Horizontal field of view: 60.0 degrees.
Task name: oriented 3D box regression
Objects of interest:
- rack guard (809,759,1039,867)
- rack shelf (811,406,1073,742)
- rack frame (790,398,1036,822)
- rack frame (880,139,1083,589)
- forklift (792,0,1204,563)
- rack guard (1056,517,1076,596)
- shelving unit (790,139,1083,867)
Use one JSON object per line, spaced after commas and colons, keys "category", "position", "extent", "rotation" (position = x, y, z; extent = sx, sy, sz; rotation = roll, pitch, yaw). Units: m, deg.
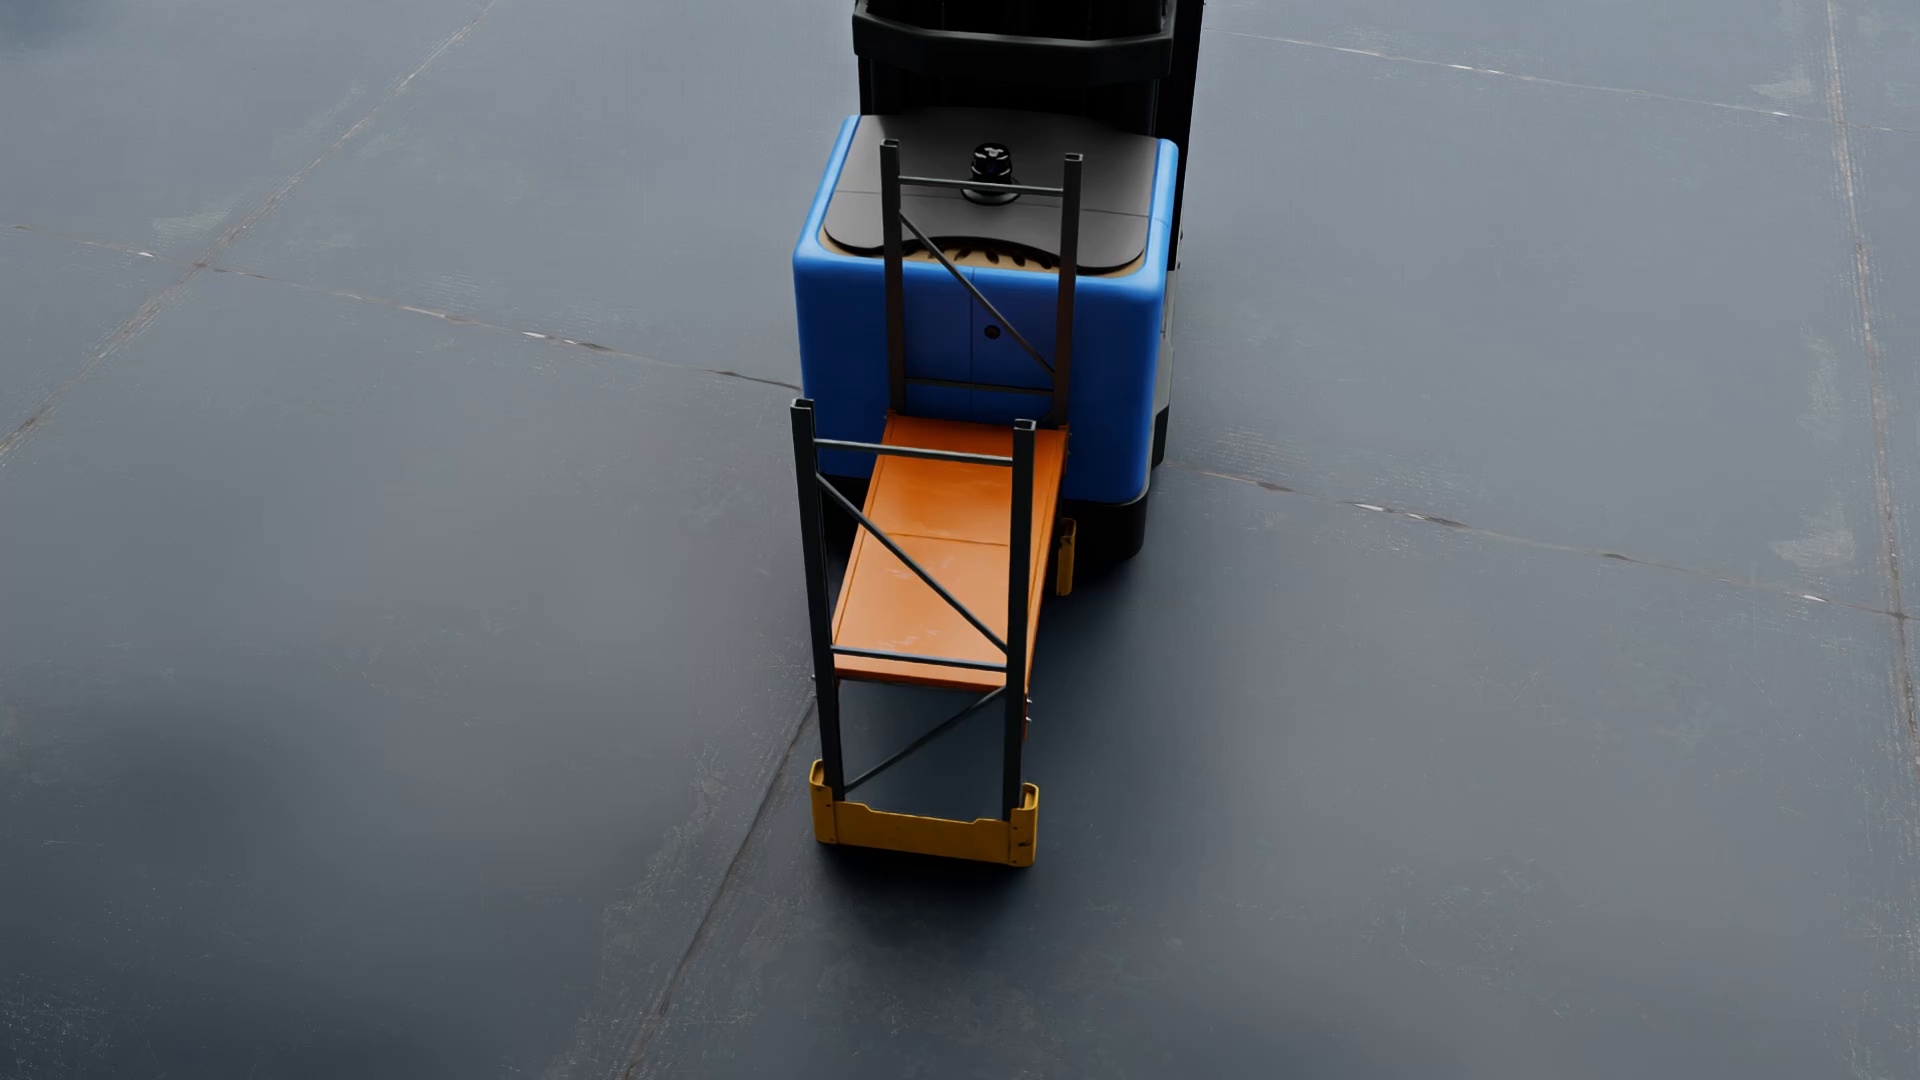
{"category": "rack guard", "position": [-0.093, 0.714, 4.342], "extent": [0.587, 0.250, 0.087], "rotation": [6, 45, 6]}
{"category": "rack shelf", "position": [-0.022, 0.058, 4.376], "extent": [0.538, 0.185, 1.000], "rotation": [6, 45, 6]}
{"category": "rack frame", "position": [-0.096, 0.281, 3.891], "extent": [0.500, 1.500, 0.032], "rotation": [6, 45, 6]}
{"category": "rack frame", "position": [0.052, -0.423, 4.610], "extent": [0.500, 1.500, 0.032], "rotation": [6, 45, 6]}
{"category": "forklift", "position": [0.251, -2.015, 5.214], "extent": [1.130, 2.935, 3.031], "rotation": [6, 45, 6]}
{"category": "rack guard", "position": [0.052, 0.025, 5.046], "extent": [0.587, 0.250, 0.087], "rotation": [6, 45, 6]}
{"category": "shelving unit", "position": [-0.021, -0.077, 4.257], "extent": [0.587, 1.500, 1.083], "rotation": [6, 45, 6]}
